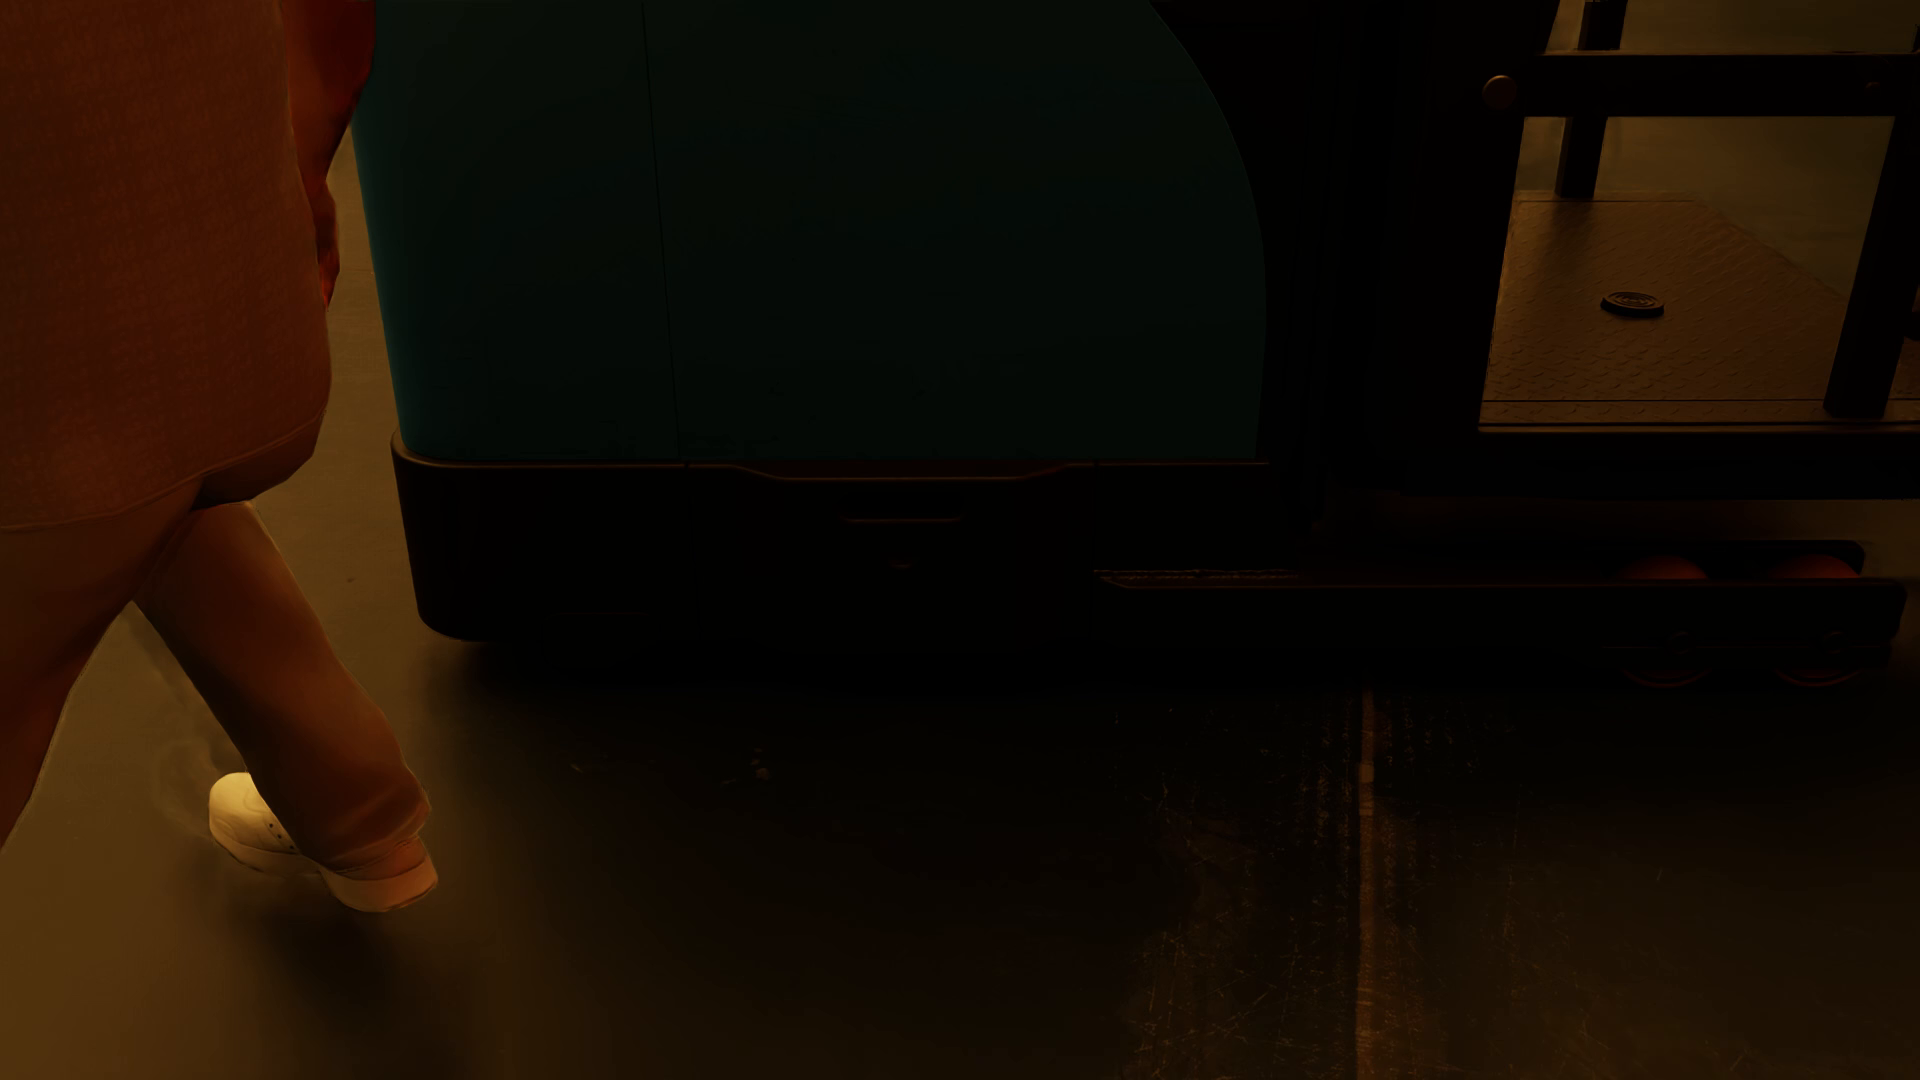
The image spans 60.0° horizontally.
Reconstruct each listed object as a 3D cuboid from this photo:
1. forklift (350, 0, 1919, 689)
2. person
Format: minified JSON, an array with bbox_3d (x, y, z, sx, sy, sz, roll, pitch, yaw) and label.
[{"bbox_3d":[0.804,-1.360,1.941,3.031,2.935,1.130,0,27,-1],"label":"forklift"},{"bbox_3d":[-0.620,-0.098,1.036,0.708,1.550,0.875,11,29,21],"label":"person"}]
